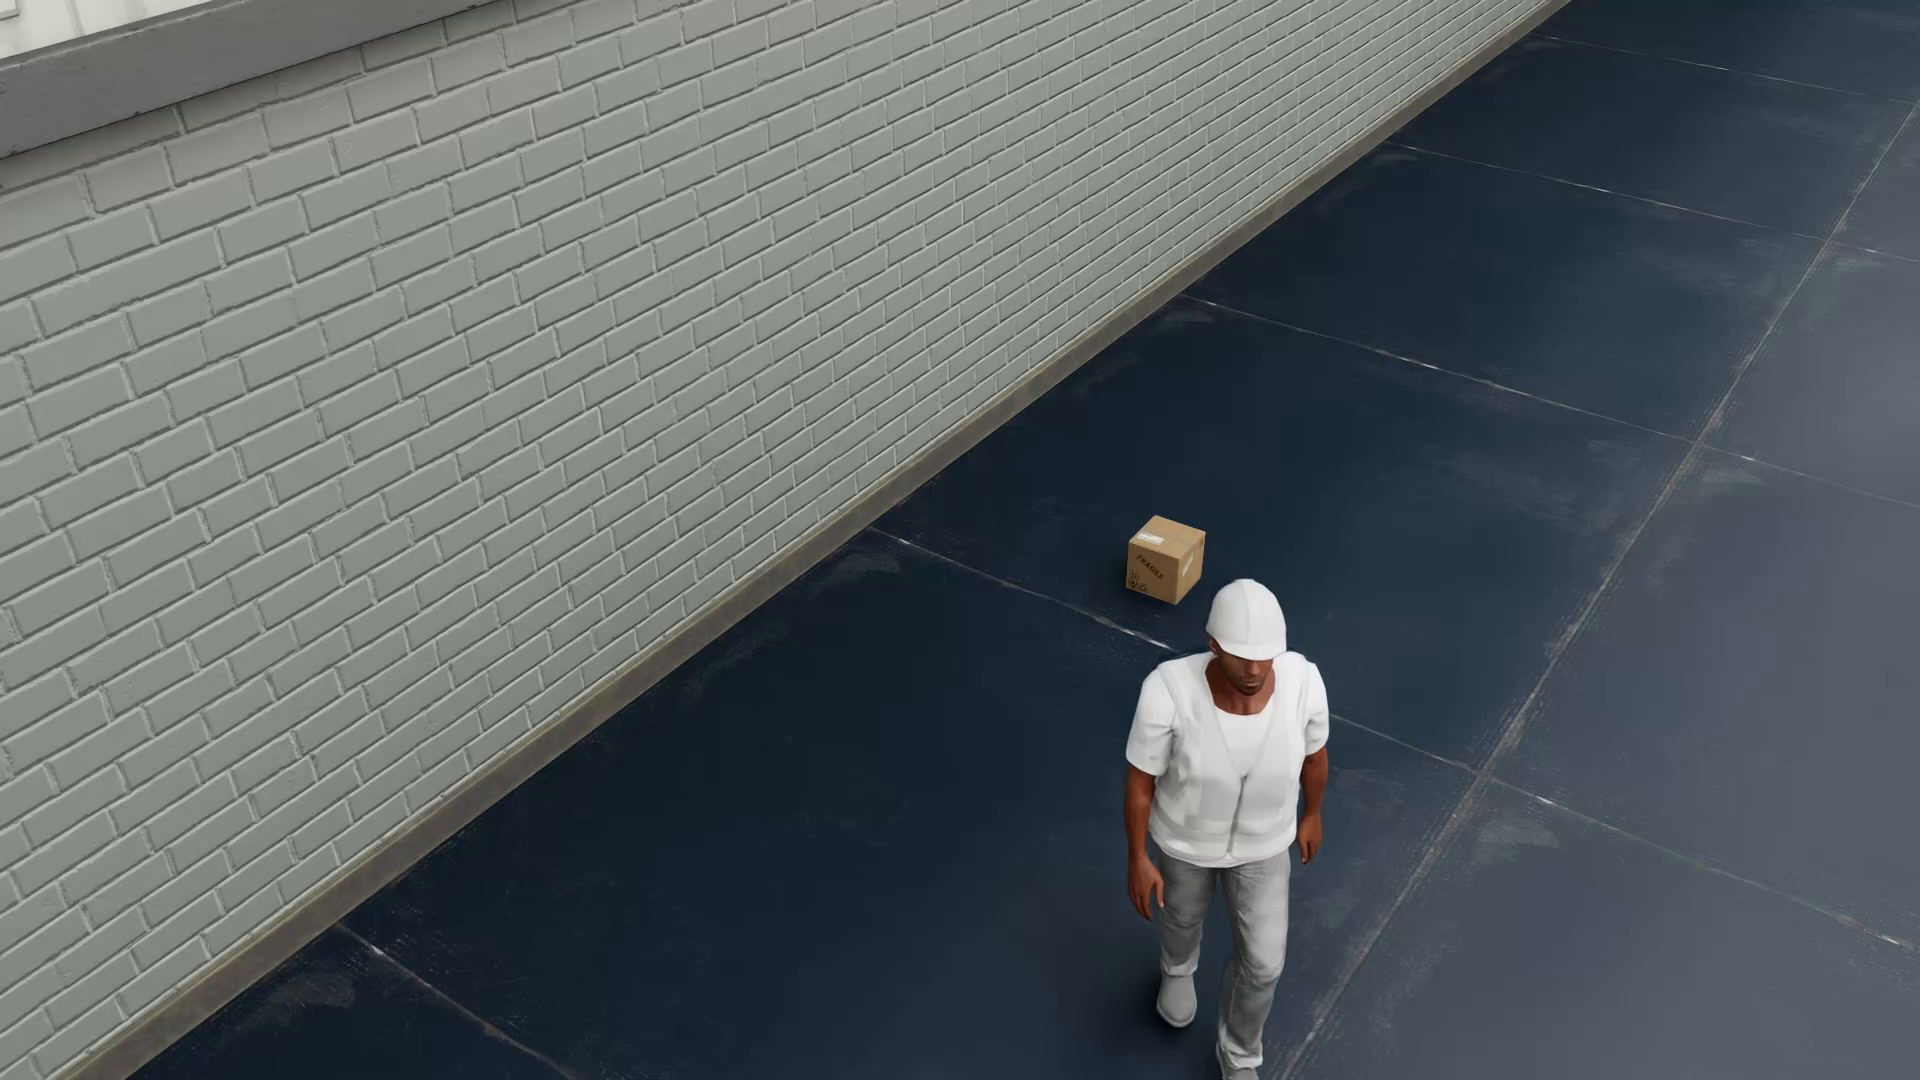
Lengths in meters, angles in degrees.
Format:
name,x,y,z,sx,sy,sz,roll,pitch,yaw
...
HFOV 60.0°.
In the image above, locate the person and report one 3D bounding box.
name,x,y,z,sx,sy,sz,roll,pitch,yaw
person,0.772,0.892,4.848,0.620,1.826,0.651,0,34,-1
